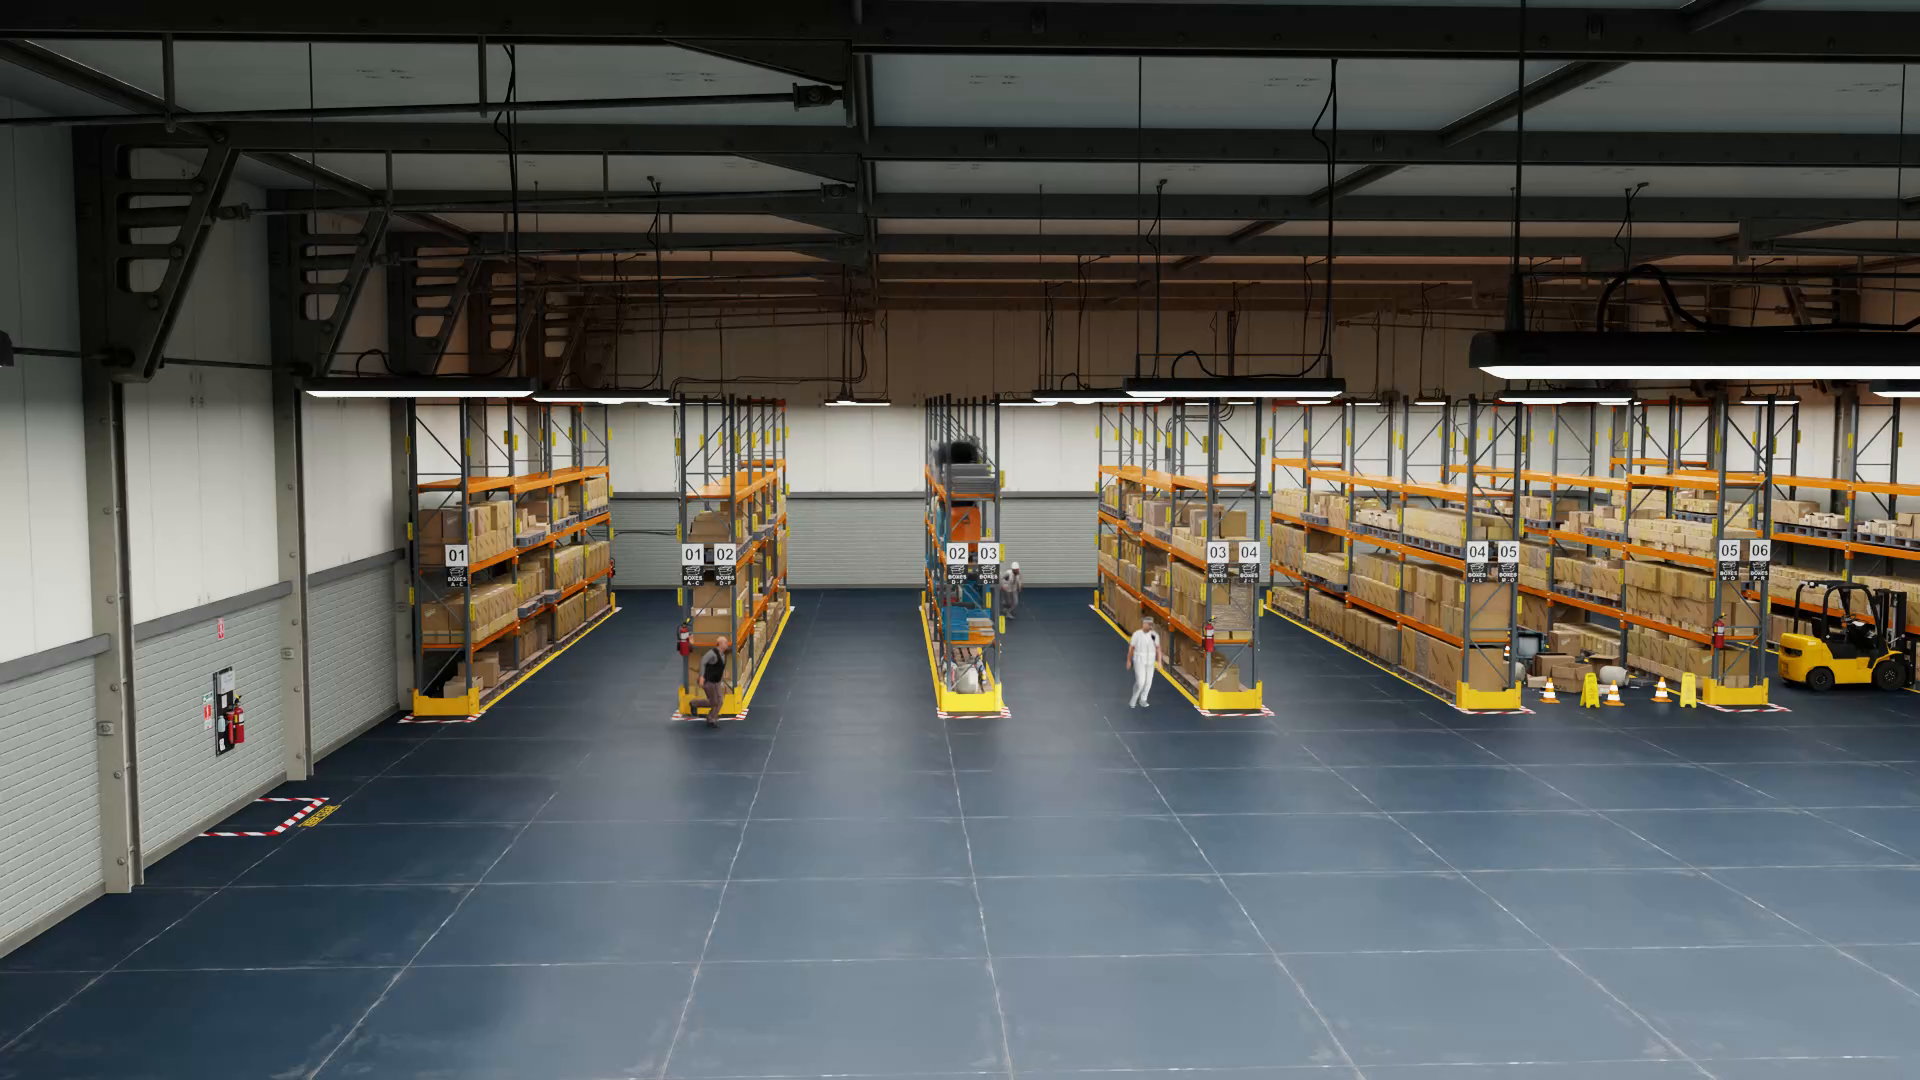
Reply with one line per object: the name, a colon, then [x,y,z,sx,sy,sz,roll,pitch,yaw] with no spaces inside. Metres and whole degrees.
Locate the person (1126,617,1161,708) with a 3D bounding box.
person: [3.533,2.332,31.783,0.604,1.755,0.478,-1,5,-15]

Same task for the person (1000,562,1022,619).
person: [1.353,1.366,45.323,0.670,1.579,0.956,-2,5,-26]

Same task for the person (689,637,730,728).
person: [-4.511,2.556,29.924,0.775,1.661,0.661,1,5,18]
